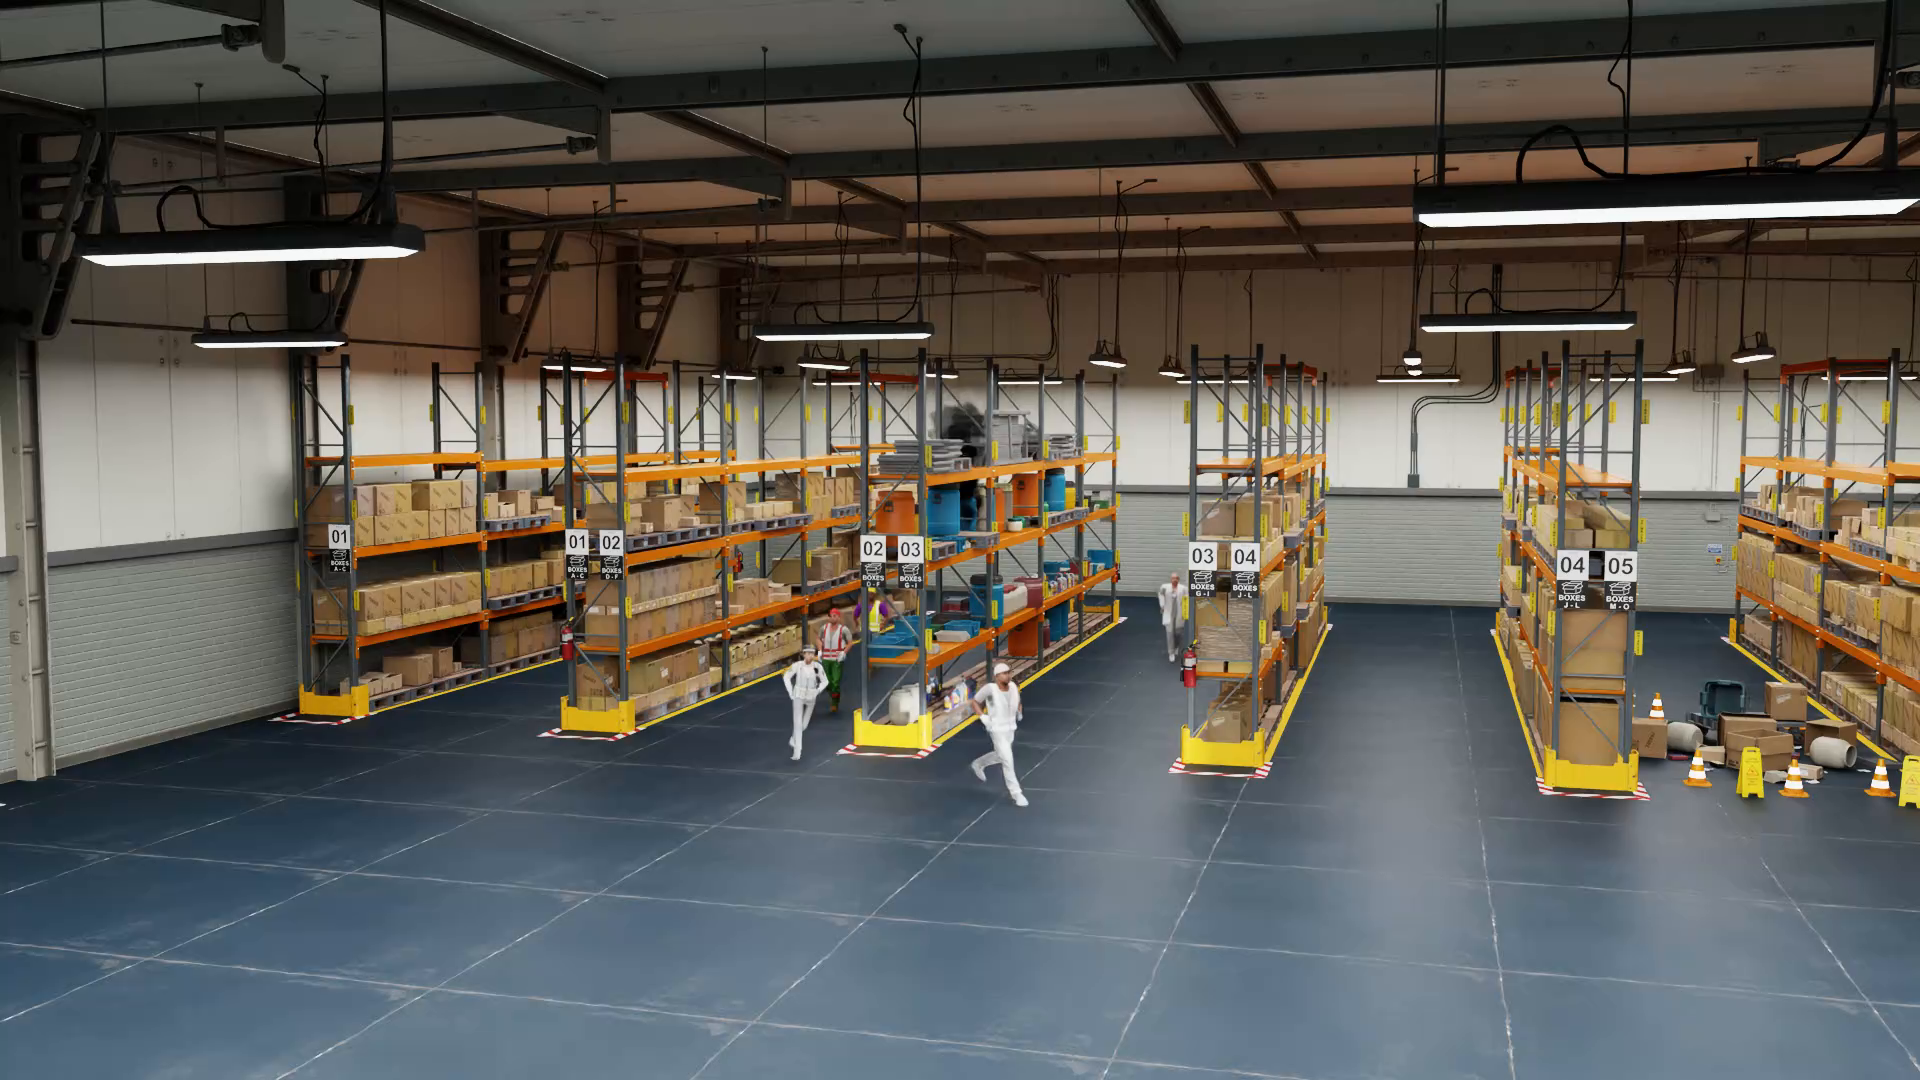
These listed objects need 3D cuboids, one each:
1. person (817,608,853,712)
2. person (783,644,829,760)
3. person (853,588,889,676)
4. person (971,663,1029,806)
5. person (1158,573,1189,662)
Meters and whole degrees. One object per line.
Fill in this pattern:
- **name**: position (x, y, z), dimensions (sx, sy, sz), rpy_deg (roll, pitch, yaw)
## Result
- **person**: position (-2.134, 2.021, 28.153), dimensions (0.641, 1.746, 0.554), rpy_deg (1, 4, 14)
- **person**: position (-2.268, 2.352, 24.539), dimensions (0.664, 1.669, 0.795), rpy_deg (-1, 4, -13)
- **person**: position (-1.720, 1.751, 31.911), dimensions (0.696, 1.718, 0.605), rpy_deg (0, 4, 4)
- **person**: position (0.541, 2.491, 21.749), dimensions (0.647, 1.786, 1.166), rpy_deg (-4, 6, -44)
- **person**: position (4.405, 1.553, 34.173), dimensions (0.662, 1.792, 1.049), rpy_deg (0, 4, 5)
